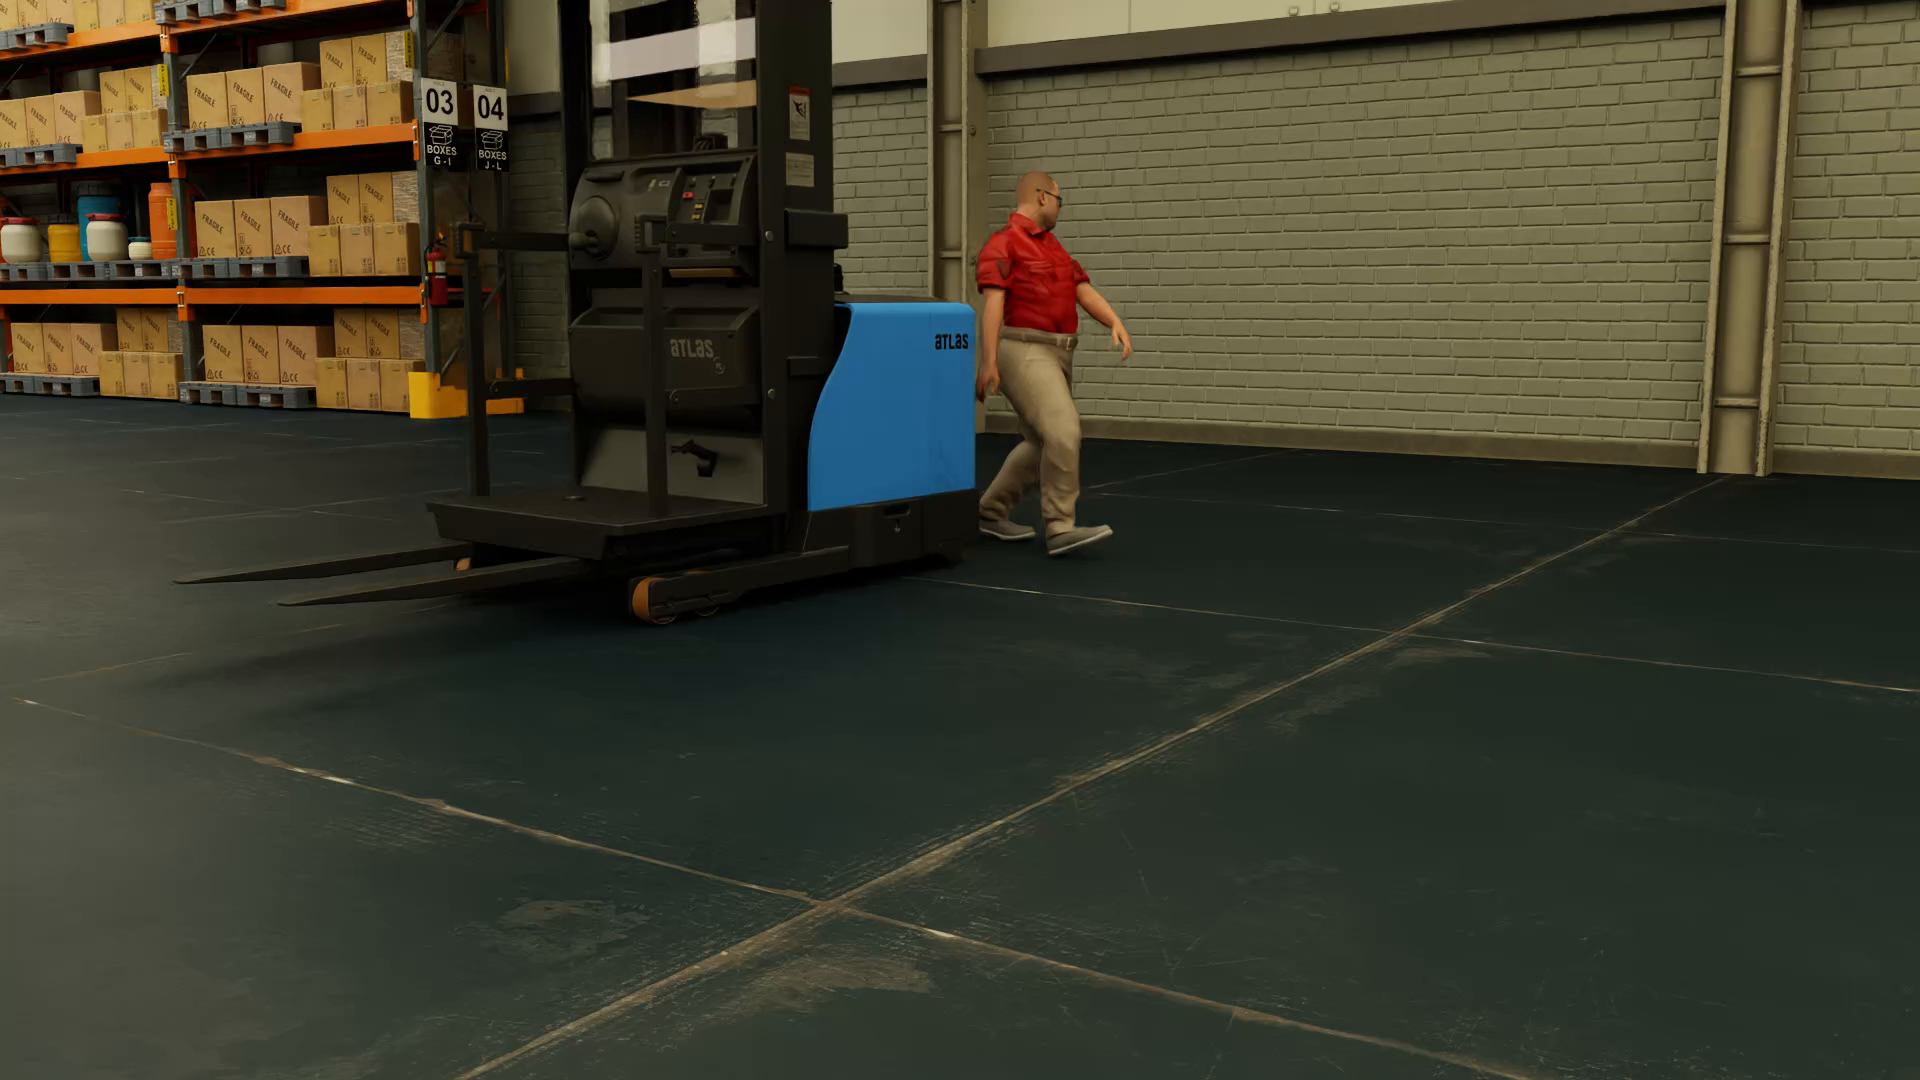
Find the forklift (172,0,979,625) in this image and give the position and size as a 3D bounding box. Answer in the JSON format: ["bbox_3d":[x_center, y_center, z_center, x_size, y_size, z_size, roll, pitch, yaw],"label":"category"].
[{"bbox_3d":[-1.233,-1.243,5.933,1.130,2.935,3.031,6,10,38],"label":"forklift"}]

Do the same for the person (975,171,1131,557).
[{"bbox_3d":[0.341,-0.766,7.202,0.824,1.652,0.709,4,9,25],"label":"person"}]
